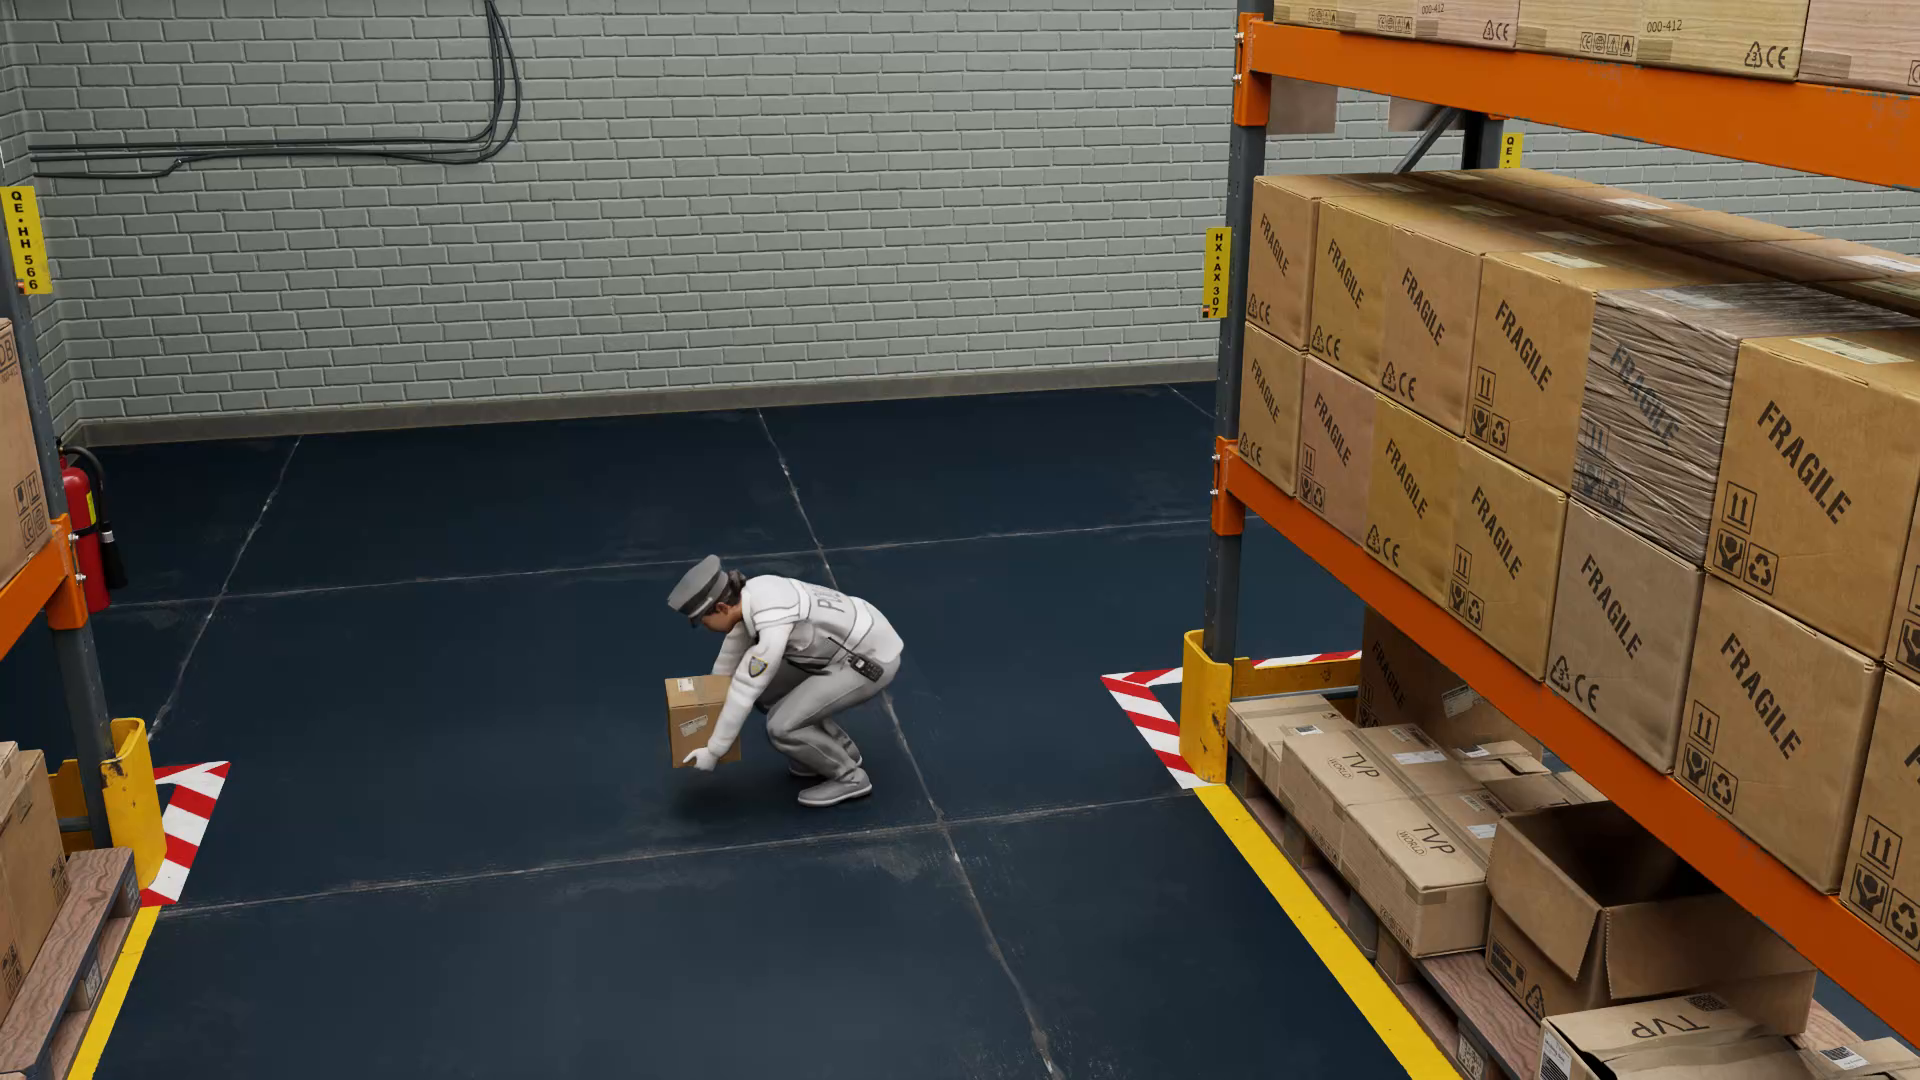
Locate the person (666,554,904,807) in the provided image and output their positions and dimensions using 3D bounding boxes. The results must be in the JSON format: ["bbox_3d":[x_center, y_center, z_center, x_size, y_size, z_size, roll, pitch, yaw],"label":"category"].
[{"bbox_3d":[-0.643,0.497,6.211,0.867,0.984,0.458,-5,20,-14],"label":"person"}]
